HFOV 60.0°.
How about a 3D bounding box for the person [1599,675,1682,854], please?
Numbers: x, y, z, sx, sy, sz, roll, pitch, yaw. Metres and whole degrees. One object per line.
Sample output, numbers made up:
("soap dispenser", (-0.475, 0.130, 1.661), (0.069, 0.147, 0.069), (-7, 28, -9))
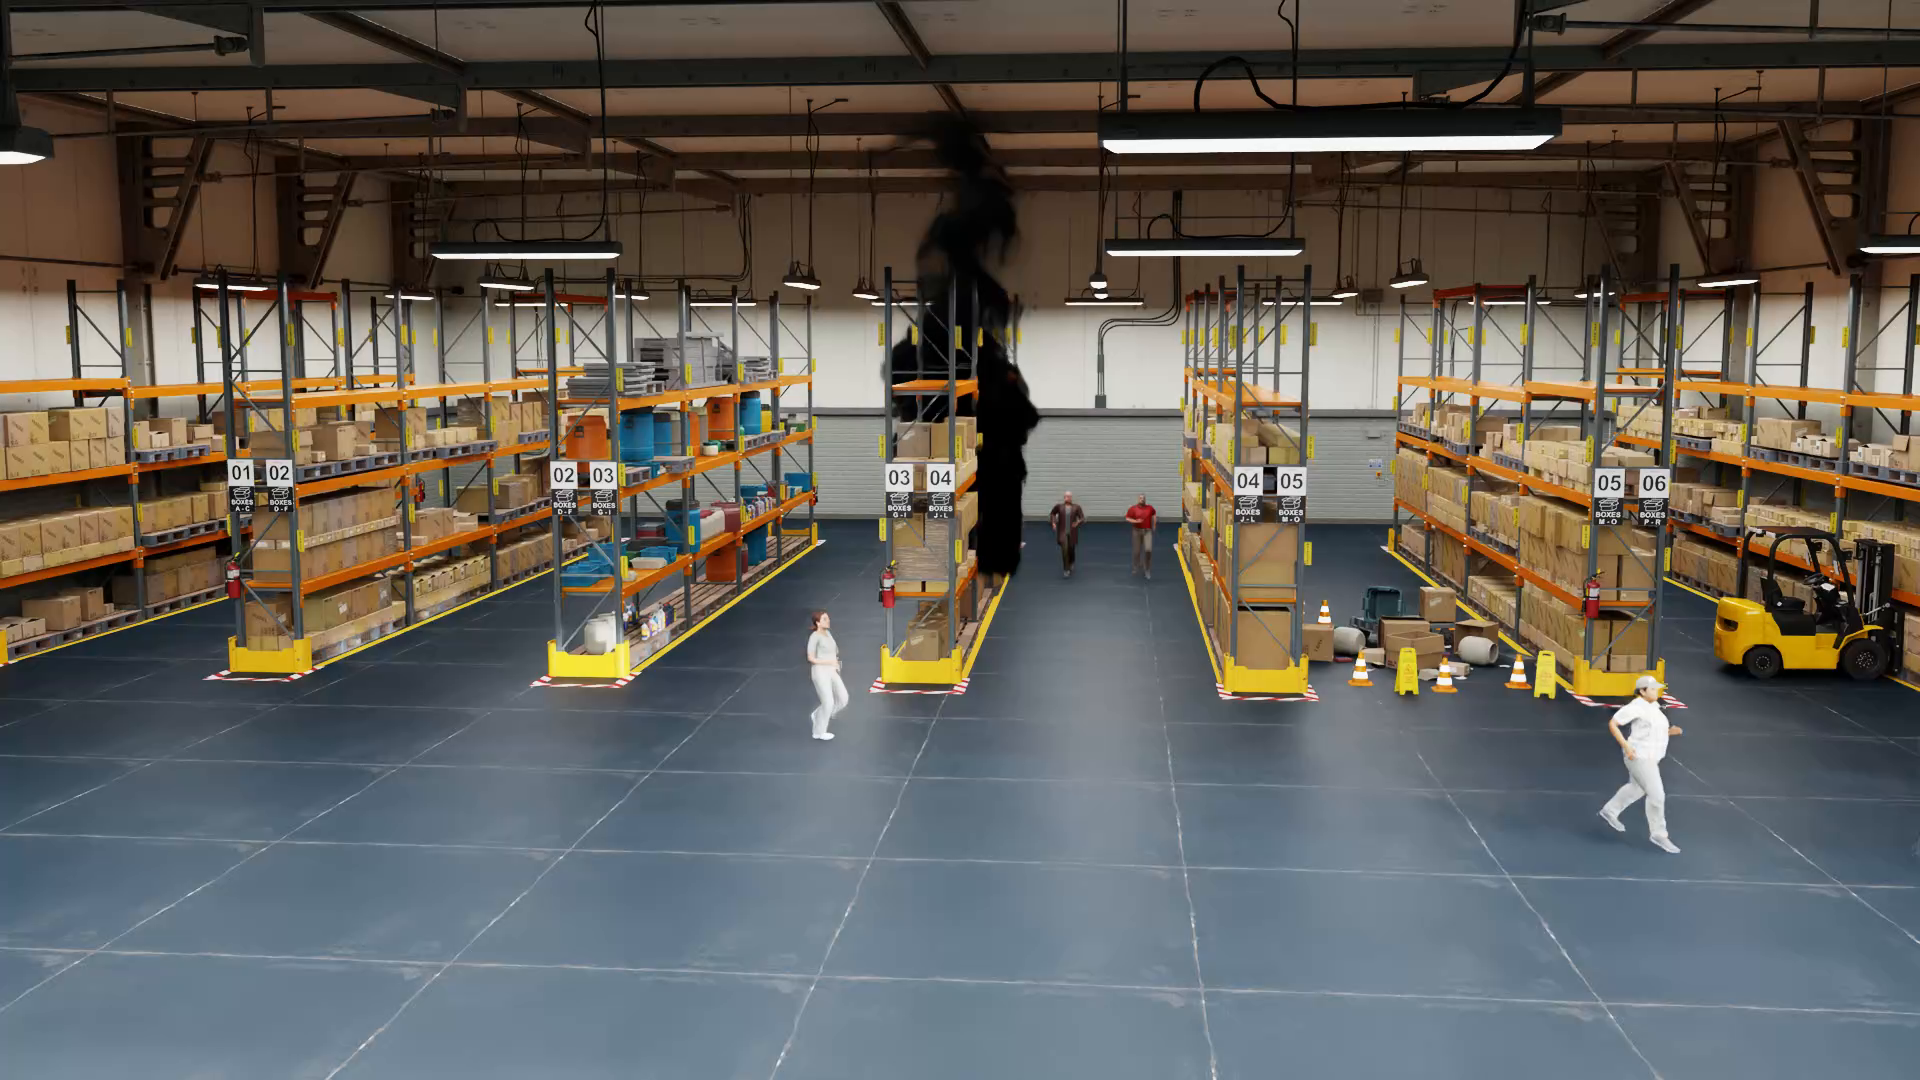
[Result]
("person", (6.759, 2.175, 16.467), (0.878, 1.696, 0.594), (6, 9, 43))

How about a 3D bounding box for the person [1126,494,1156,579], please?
("person", (3.807, -0.077, 34.901), (0.683, 1.805, 0.779), (0, 7, -2))

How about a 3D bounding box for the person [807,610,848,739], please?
("person", (-1.653, 1.688, 20.708), (0.564, 1.611, 0.557), (4, 8, 30))

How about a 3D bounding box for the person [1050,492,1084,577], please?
("person", (2.265, -0.138, 35.156), (0.728, 1.755, 0.977), (0, 7, 1))
